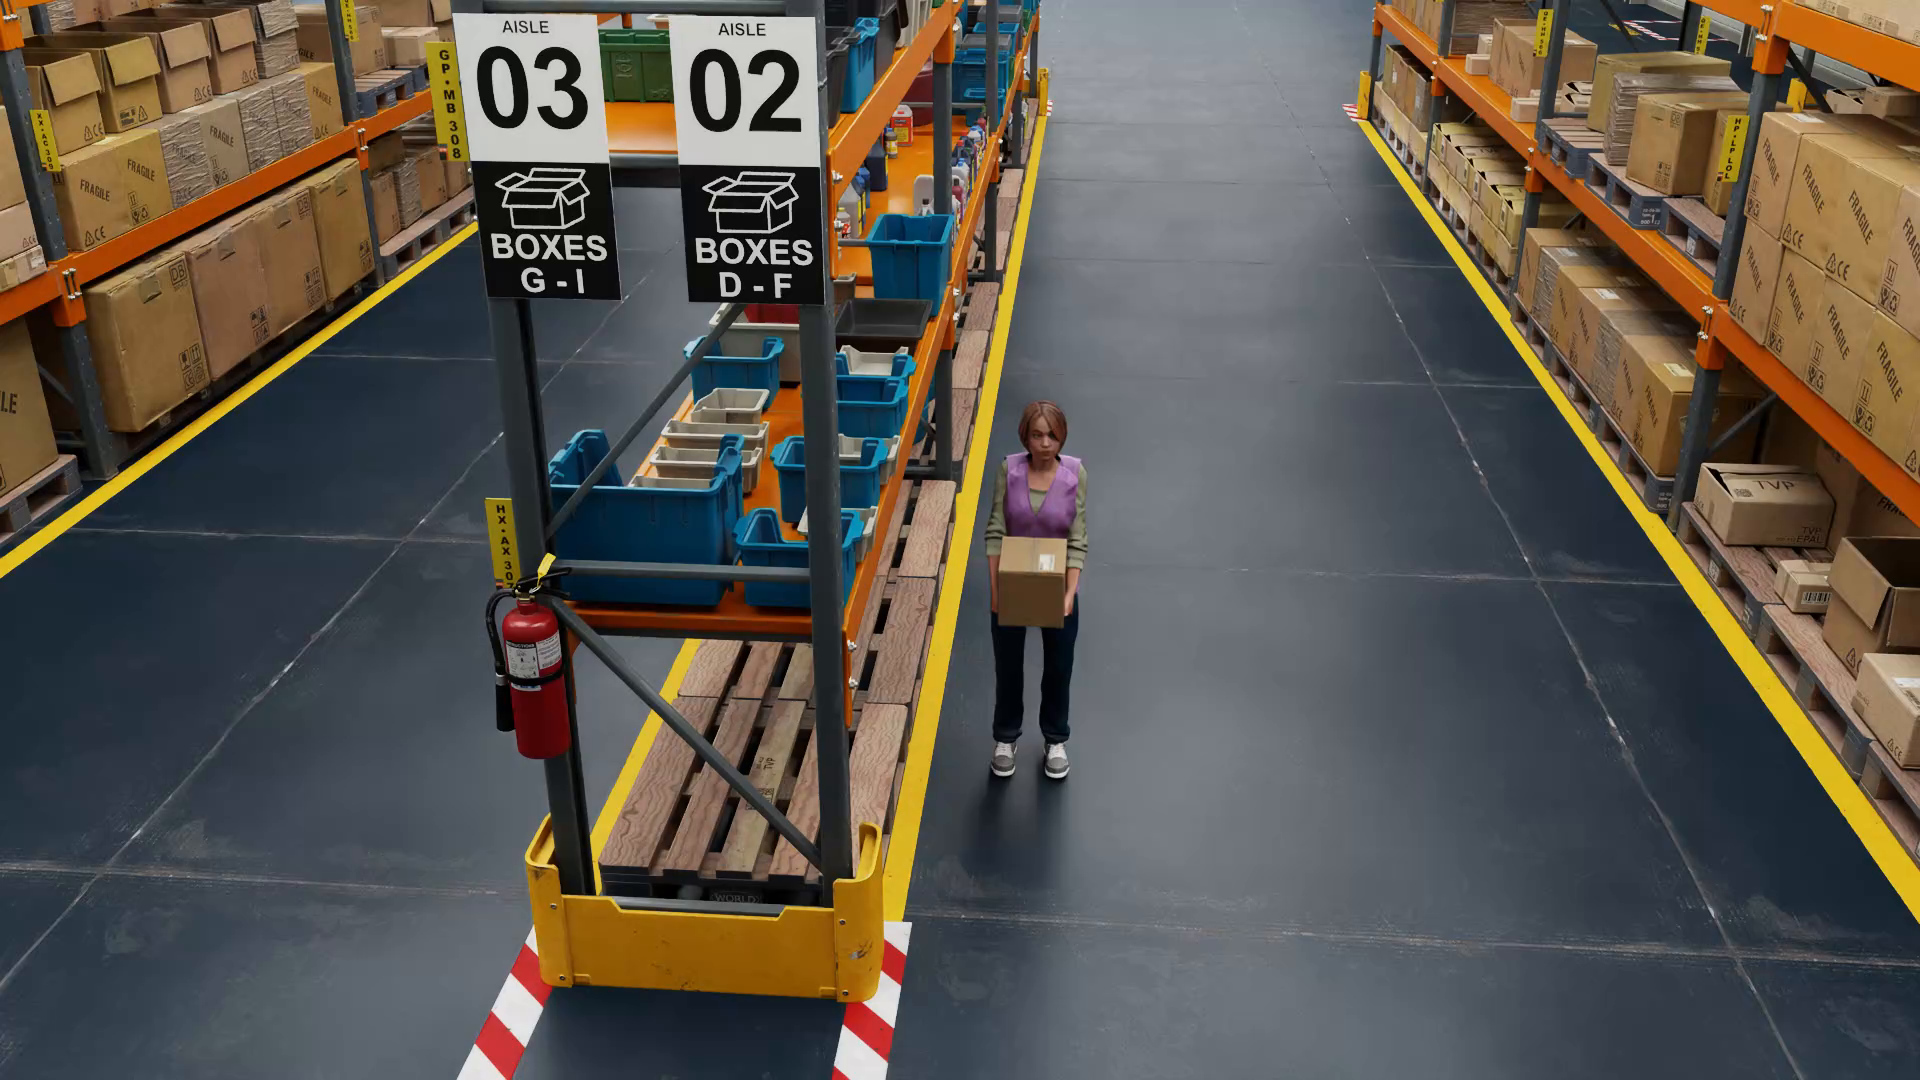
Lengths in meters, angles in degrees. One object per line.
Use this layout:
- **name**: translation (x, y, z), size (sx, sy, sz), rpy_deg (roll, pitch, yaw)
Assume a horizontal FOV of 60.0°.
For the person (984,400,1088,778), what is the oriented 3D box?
- **person**: translation (0.296, 0.287, 6.623), size (0.405, 1.495, 0.489), rpy_deg (2, 25, 5)
